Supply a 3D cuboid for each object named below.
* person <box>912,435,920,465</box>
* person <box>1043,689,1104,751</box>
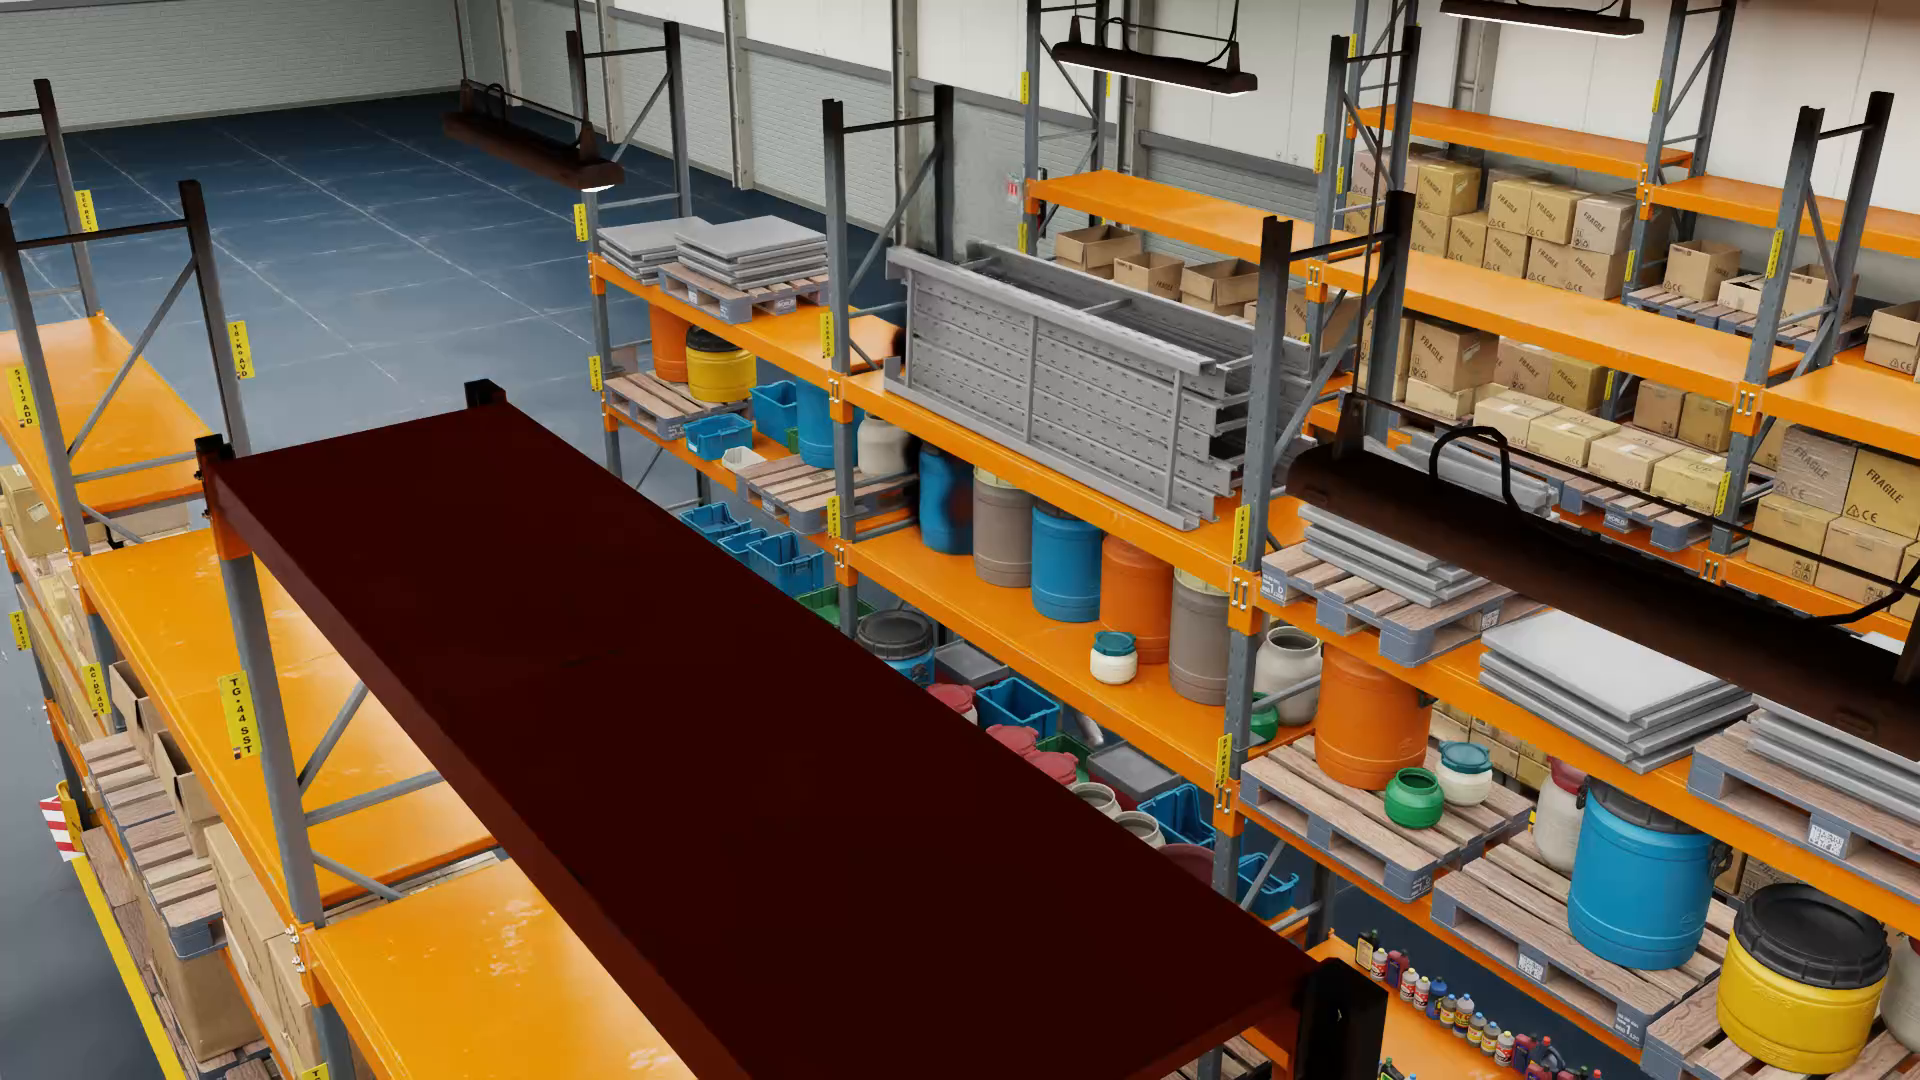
[{"bbox_3d":[-0.286,-1.319,20.053,0.852,1.518,0.521,-1,25,-2],"label":"person"},{"bbox_3d":[0.925,1.050,14.071,0.572,1.676,0.763,-21,32,-37],"label":"person"}]
